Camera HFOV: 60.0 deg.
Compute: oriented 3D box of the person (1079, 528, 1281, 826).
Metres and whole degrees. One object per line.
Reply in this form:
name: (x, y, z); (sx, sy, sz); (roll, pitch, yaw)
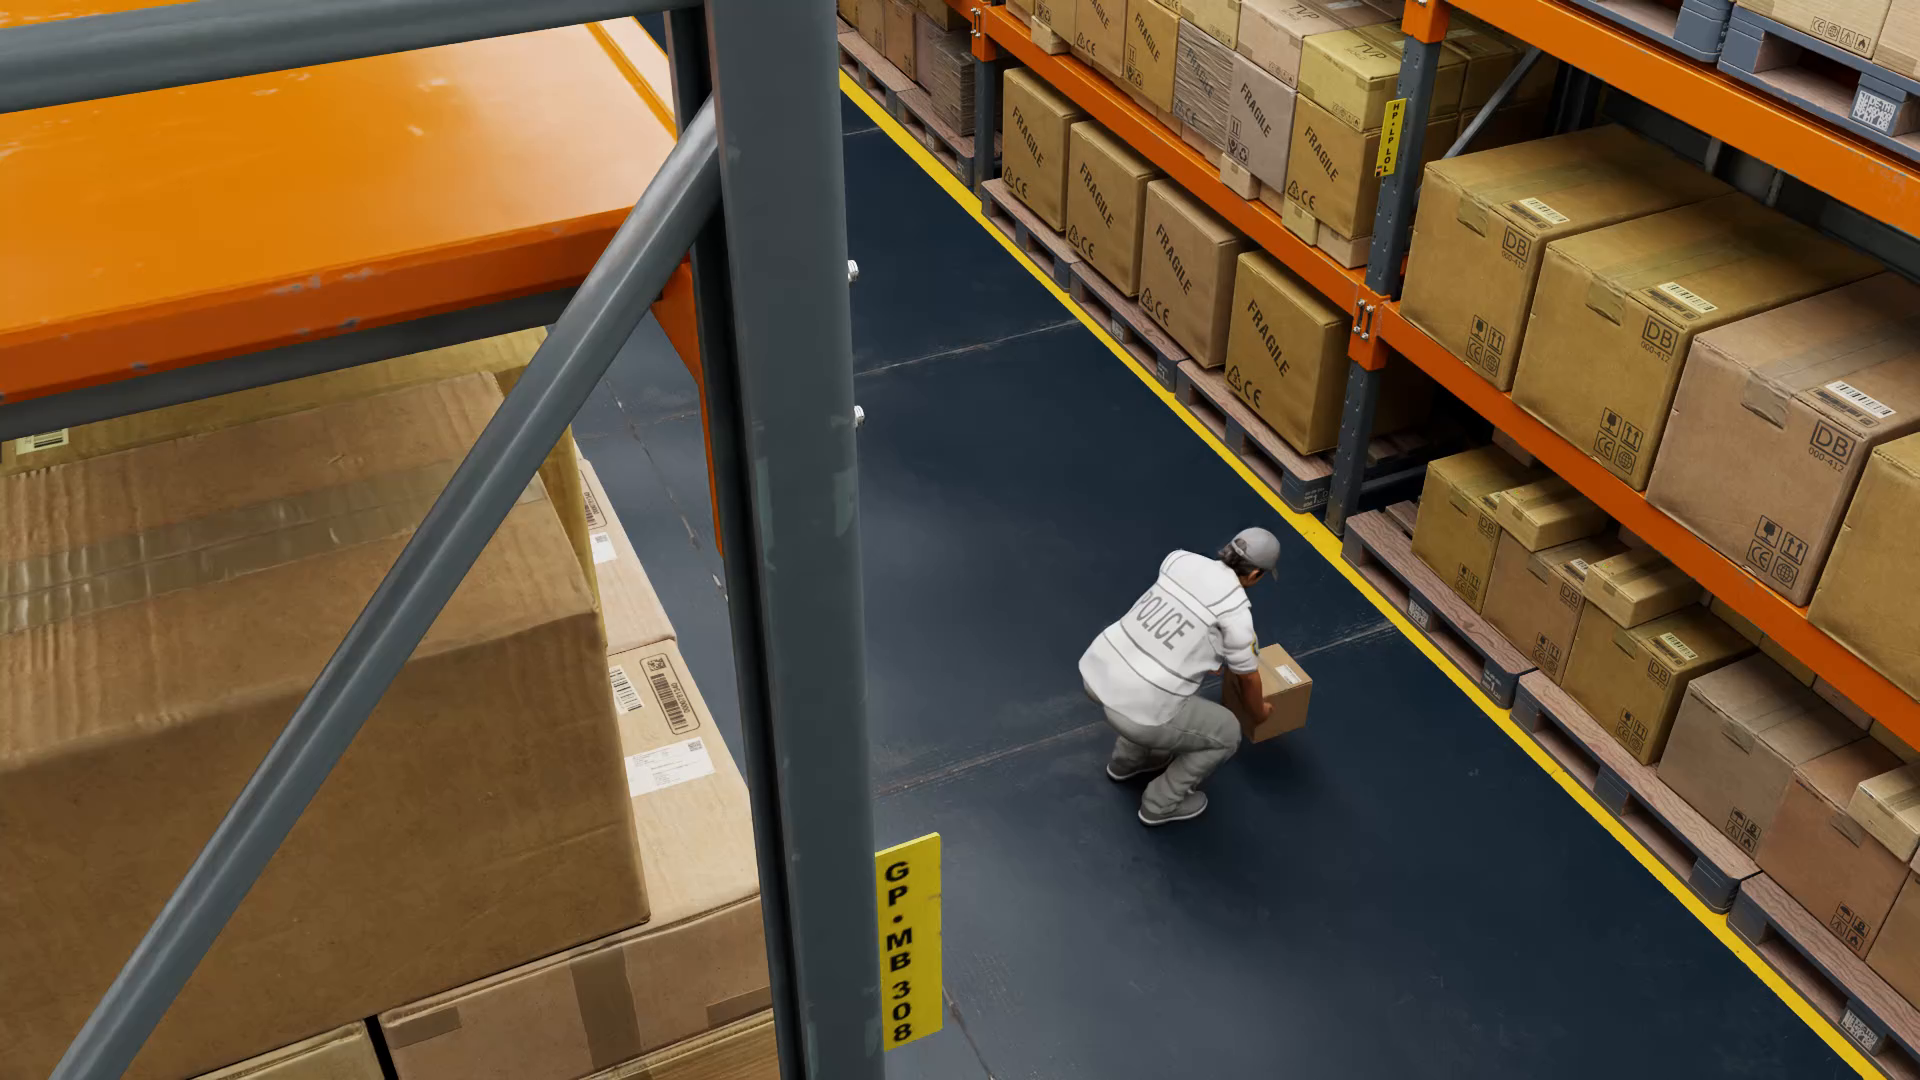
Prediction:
person: (0.848, 0.512, 6.403); (0.817, 1.158, 0.539); (-16, 40, -20)
